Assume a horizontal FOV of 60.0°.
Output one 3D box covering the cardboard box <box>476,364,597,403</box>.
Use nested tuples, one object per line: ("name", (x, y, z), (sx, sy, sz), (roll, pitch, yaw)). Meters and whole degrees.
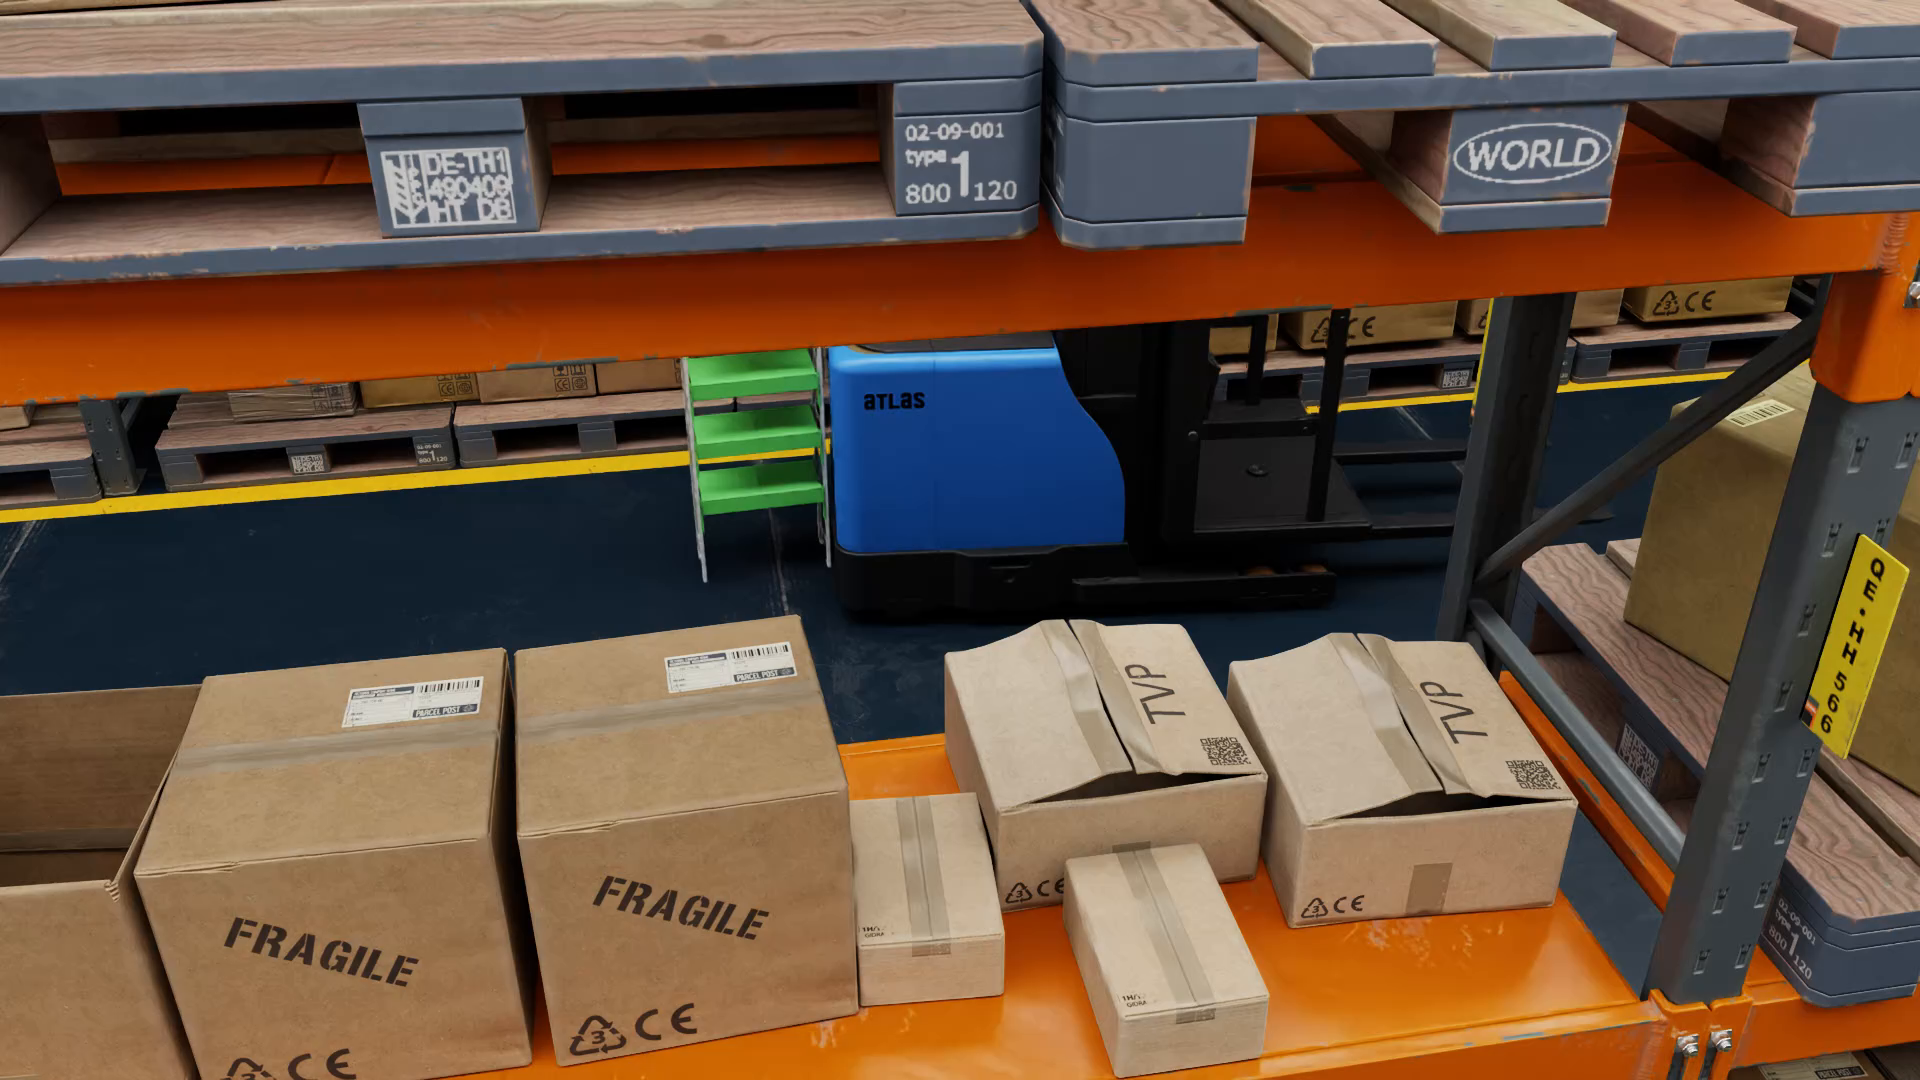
("cardboard box", (-1.925, -1.012, 7.543), (0.500, 0.500, 0.700), (-5, 31, -8))

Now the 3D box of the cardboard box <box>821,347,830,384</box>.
("cardboard box", (-0.419, -1.111, 7.712), (0.500, 0.500, 0.700), (-5, 31, -8))

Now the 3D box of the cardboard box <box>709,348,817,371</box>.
("cardboard box", (-0.947, -1.122, 7.731), (0.500, 0.500, 0.700), (-5, 31, -9))

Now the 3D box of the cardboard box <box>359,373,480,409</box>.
("cardboard box", (-2.434, -0.985, 7.498), (0.500, 0.500, 0.700), (-6, 31, -10))

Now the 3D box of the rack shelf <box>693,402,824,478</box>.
("rack shelf", (-0.780, -0.386, 6.348), (0.480, 0.148, 0.258), (-7, 31, -11))

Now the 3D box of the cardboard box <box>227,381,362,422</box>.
("cardboard box", (-2.934, -0.913, 7.375), (0.500, 0.500, 0.700), (-4, 31, -7))

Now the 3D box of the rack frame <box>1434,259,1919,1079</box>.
("rack frame", (1.175, 0.377, 3.149), (0.053, 2.616, 0.949), (-5, 31, -9))

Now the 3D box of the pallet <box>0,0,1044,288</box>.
("pallet", (-0.575, -0.623, 2.076), (1.213, 0.211, 1.003), (-4, 31, -7))

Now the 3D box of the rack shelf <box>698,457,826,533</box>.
("rack shelf", (-0.780, -0.179, 6.470), (0.480, 0.148, 0.258), (-7, 31, -11))

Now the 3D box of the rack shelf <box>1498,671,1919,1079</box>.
("rack shelf", (3.143, 0.507, 3.639), (4.000, 0.370, 1.077), (-5, 31, -9))

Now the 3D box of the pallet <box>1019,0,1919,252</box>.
("pallet", (0.524, -0.726, 2.252), (1.003, 0.211, 1.213), (-4, 31, -7))

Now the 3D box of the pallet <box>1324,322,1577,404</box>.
("pallet", (2.267, -1.032, 8.298), (1.213, 0.211, 1.003), (-5, 31, -9))

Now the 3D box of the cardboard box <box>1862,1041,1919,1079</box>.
("cardboard box", (2.189, 1.317, 3.583), (0.500, 0.500, 0.500), (-6, 31, -11))

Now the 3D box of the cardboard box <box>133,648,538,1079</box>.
("cardboard box", (-0.990, 0.545, 2.765), (0.500, 0.500, 0.500), (-5, 31, -9))

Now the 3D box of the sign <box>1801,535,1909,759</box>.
("sign", (1.279, 0.156, 2.382), (0.005, 0.325, 0.100), (-5, 31, -9))

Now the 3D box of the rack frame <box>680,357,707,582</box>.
("rack frame", (-1.018, -0.413, 6.268), (0.015, 1.200, 0.240), (-7, 31, -11))

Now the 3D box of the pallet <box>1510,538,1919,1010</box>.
("pallet", (1.830, 0.365, 3.359), (1.003, 0.211, 1.213), (-5, 31, -9))

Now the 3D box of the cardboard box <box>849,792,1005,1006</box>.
("cardboard box", (-0.068, 0.632, 2.964), (0.250, 0.149, 0.380), (-3, 31, -5))

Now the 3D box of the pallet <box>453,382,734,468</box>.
("pallet", (-1.687, -0.708, 7.746), (1.213, 0.211, 1.003), (-5, 31, -9))

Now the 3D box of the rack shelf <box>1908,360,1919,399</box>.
("rack shelf", (3.143, -0.787, 2.879), (4.000, 0.370, 1.077), (-5, 31, -9))

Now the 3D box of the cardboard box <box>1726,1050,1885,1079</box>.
("cardboard box", (1.675, 1.368, 3.497), (0.500, 0.500, 0.500), (-4, 31, -7))

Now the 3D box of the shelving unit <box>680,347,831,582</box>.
("shelving unit", (-0.780, -0.441, 6.316), (0.503, 1.200, 0.258), (-7, 31, -11))

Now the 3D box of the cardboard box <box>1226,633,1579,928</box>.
("cardboard box", (0.810, 0.429, 3.149), (0.500, 0.311, 0.500), (-3, 31, -6))

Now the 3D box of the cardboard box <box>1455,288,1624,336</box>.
("cardboard box", (2.725, -1.503, 8.054), (0.750, 0.750, 0.750), (-4, 31, -7))

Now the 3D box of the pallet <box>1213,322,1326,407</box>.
("pallet", (1.069, -0.923, 8.111), (1.213, 0.211, 1.003), (-5, 31, -9))

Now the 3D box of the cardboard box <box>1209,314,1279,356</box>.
("cardboard box", (1.027, -1.347, 7.787), (0.750, 0.750, 0.750), (-6, 31, -10))

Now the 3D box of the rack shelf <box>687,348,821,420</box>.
("rack shelf", (-0.780, -0.593, 6.226), (0.480, 0.148, 0.258), (-7, 31, -11))

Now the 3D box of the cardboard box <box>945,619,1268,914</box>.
("cardboard box", (0.261, 0.403, 3.194), (0.500, 0.311, 0.500), (-6, 31, -10))

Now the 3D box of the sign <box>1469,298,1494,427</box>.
("sign", (1.069, -0.356, 3.331), (0.005, 0.325, 0.100), (-5, 31, -9))

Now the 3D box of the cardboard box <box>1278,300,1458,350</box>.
("cardboard box", (1.890, -1.423, 7.918), (0.750, 0.750, 0.750), (-5, 31, -9))

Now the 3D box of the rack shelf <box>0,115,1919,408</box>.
("rack shelf", (-0.791, -0.421, 2.258), (4.000, 0.370, 1.077), (-5, 31, -9))

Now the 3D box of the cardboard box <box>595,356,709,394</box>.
("cardboard box", (-1.430, -1.062, 7.629), (0.500, 0.500, 0.700), (-5, 31, -9))

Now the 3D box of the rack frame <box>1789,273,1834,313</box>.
("rack frame", (4.214, -2.456, 7.967), (0.127, 3.000, 1.000), (-5, 31, -9))

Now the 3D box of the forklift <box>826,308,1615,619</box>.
("forklift", (1.010, -1.264, 6.009), (3.031, 2.935, 1.130), (-2, 31, -4))

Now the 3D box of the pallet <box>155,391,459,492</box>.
("pallet", (-2.889, -0.595, 7.554), (1.213, 0.211, 1.003), (-5, 31, -9))

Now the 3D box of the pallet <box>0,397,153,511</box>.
("pallet", (-4.309, -0.444, 7.297), (1.213, 0.211, 1.003), (-5, 31, -9))

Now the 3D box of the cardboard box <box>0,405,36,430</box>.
("cardboard box", (-4.176, -0.630, 7.223), (0.250, 0.166, 0.380), (-9, 32, -15))

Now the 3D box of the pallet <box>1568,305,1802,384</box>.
("pallet", (3.469, -1.146, 8.490), (1.213, 0.211, 1.003), (-5, 31, -9))

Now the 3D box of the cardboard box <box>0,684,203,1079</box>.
("cardboard box", (-1.482, 0.591, 2.687), (0.500, 0.500, 0.500), (-3, 31, -5))

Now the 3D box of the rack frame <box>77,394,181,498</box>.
("rack frame", (-3.655, -1.725, 6.725), (0.127, 3.000, 1.000), (-5, 31, -9))

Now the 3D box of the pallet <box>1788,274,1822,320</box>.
("pallet", (4.977, -1.284, 8.725), (1.213, 0.211, 1.003), (-5, 31, -9))

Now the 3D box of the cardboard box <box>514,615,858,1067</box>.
("cardboard box", (-0.472, 0.497, 2.846), (0.500, 0.500, 0.500), (-7, 31, -12))

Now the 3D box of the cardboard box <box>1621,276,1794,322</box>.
("cardboard box", (3.599, -1.586, 8.194), (0.750, 0.750, 0.750), (-5, 31, -8))

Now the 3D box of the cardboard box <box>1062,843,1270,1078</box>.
("cardboard box", (0.341, 0.707, 2.836), (0.250, 0.149, 0.380), (-5, 31, -9))

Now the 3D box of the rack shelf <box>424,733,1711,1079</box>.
("rack shelf", (-0.791, 0.872, 3.018), (4.000, 0.370, 1.077), (-5, 31, -9))

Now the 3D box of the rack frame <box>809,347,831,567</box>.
("rack frame", (-0.542, -0.469, 6.364), (0.015, 1.200, 0.240), (-7, 31, -11))

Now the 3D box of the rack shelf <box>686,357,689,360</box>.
("rack shelf", (-0.780, -0.799, 6.105), (0.480, 0.148, 0.258), (-7, 31, -11))

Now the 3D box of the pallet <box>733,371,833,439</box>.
("pallet", (-0.489, -0.818, 7.933), (1.213, 0.211, 1.003), (-5, 31, -9))

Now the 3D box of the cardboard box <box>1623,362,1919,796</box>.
("cardboard box", (1.775, 0.041, 3.208), (0.500, 0.500, 0.700), (-16, 34, -25))
